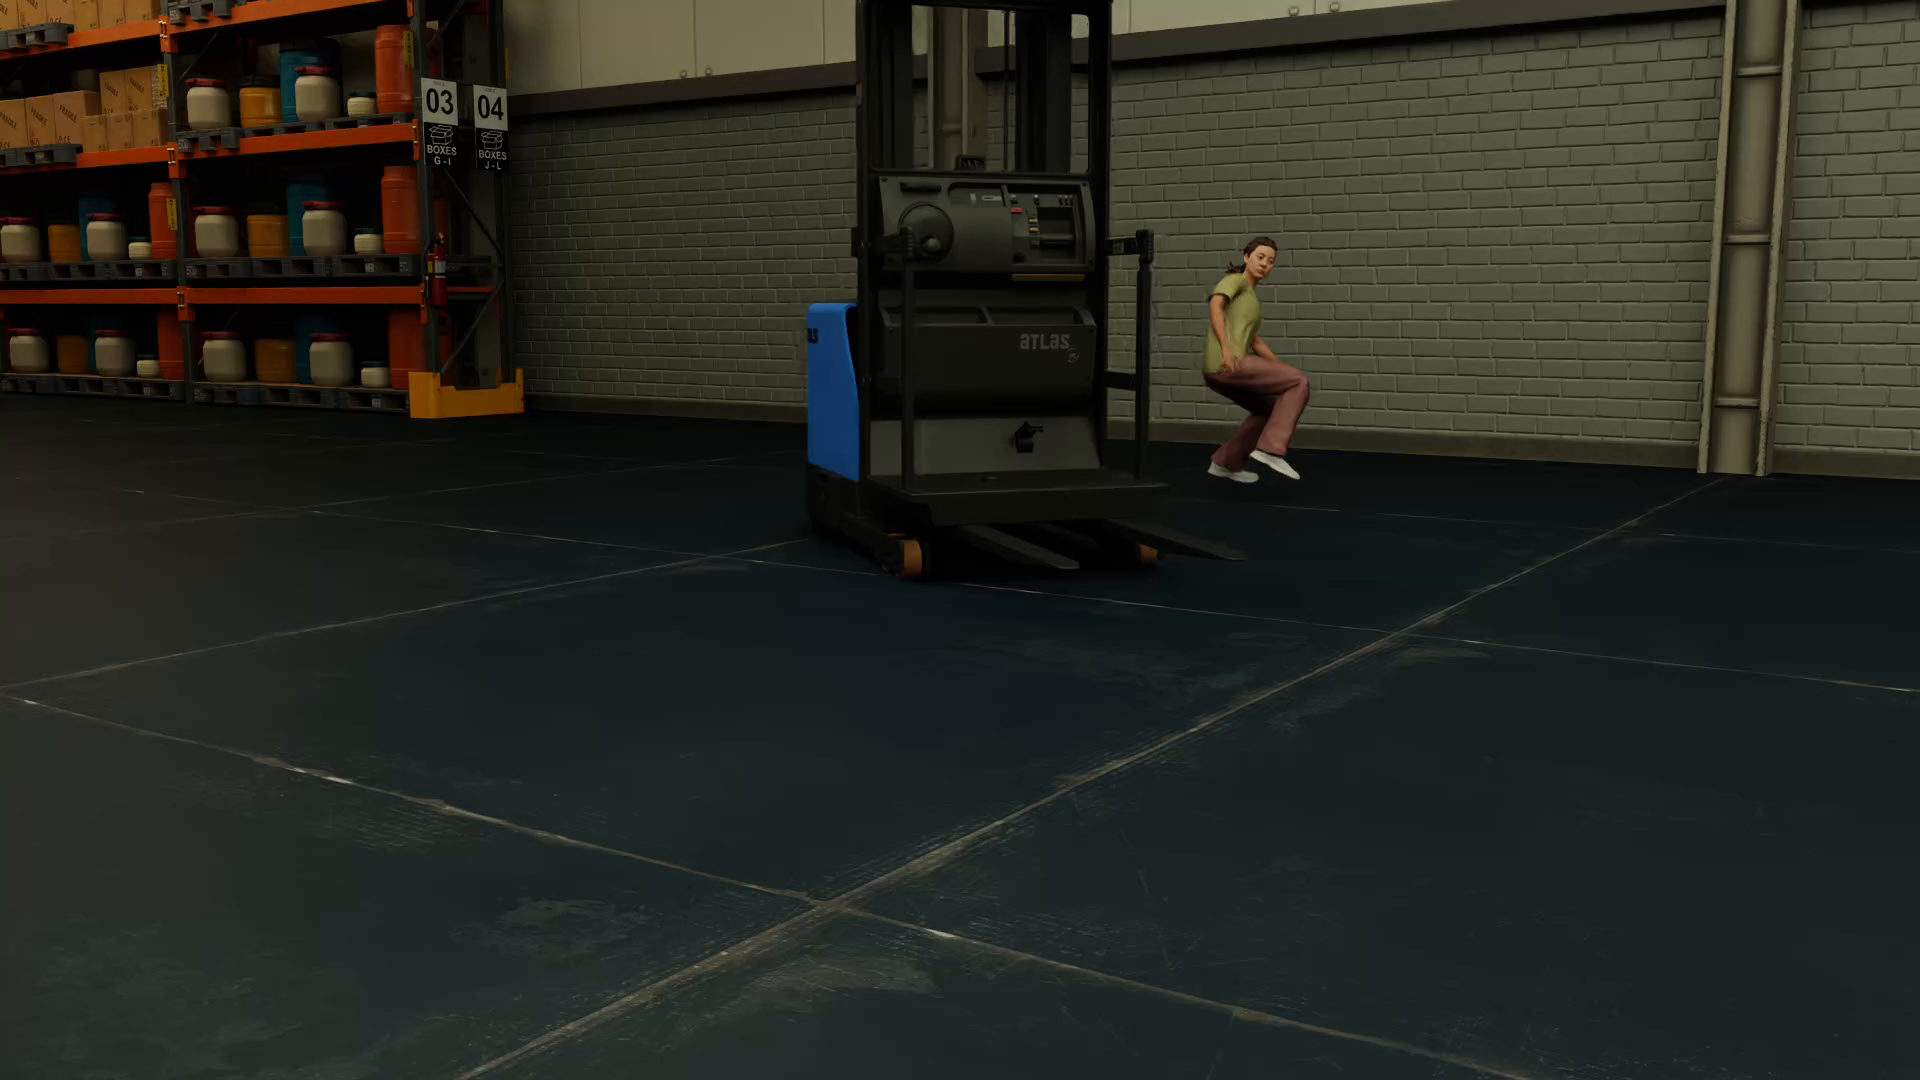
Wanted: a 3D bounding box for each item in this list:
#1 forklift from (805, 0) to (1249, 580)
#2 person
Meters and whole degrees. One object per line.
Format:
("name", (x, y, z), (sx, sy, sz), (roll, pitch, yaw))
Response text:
("forklift", (0.186, -1.355, 6.725), (1.130, 2.935, 3.031), (-3, 8, -18))
("person", (1.665, -0.997, 9.361), (0.596, 1.413, 0.718), (1, 8, 5))
